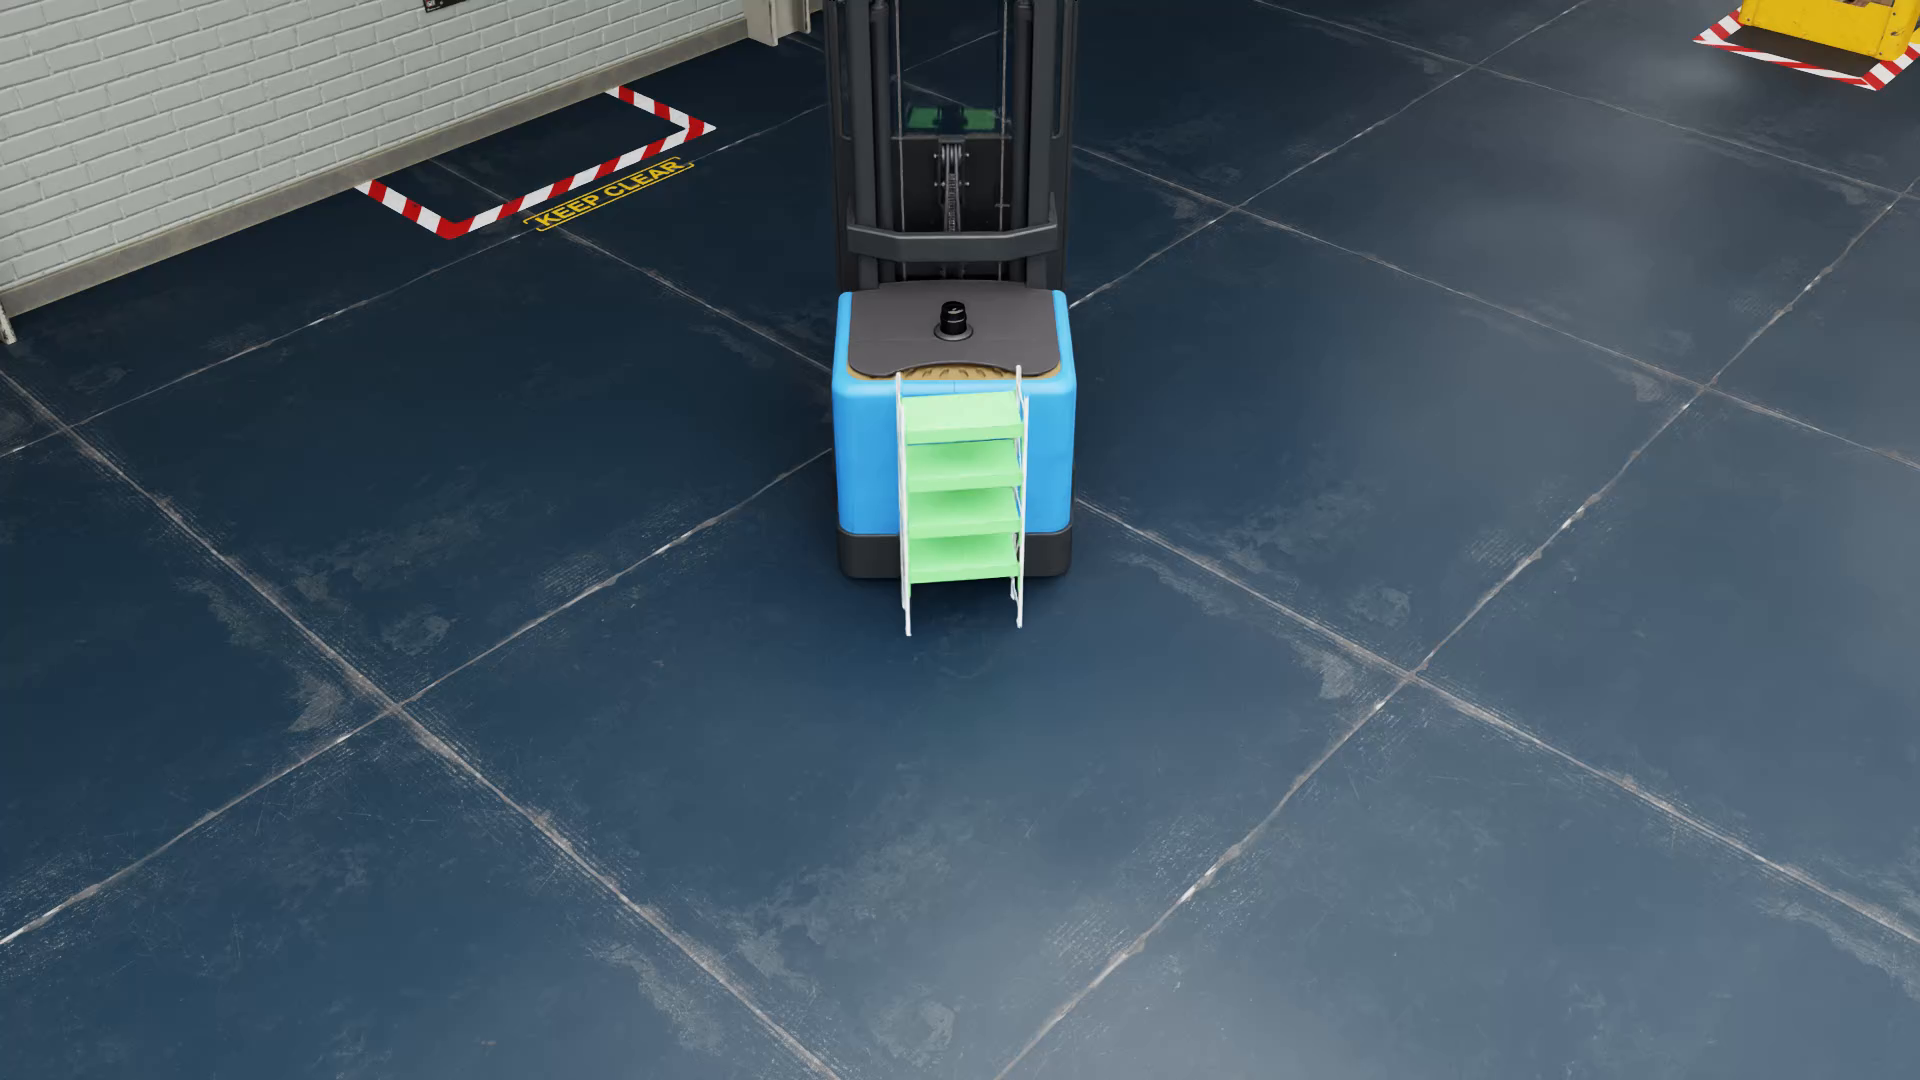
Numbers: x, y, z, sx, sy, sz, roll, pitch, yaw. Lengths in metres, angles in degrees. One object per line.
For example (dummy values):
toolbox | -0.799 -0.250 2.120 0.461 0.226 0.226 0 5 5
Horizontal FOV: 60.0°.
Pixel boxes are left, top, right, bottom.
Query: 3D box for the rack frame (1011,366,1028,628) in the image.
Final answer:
rack frame | 0.248 -0.159 6.986 0.015 1.200 0.240 -4 39 -5

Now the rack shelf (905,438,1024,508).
rack shelf | 0.006 -0.280 6.856 0.480 0.148 0.258 -4 39 -5

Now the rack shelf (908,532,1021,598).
rack shelf | 0.006 0.095 7.154 0.480 0.148 0.258 -4 39 -5

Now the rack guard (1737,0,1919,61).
rack guard | 6.486 -4.002 12.382 1.175 0.500 0.348 30 47 32

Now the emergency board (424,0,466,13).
emergency board | -3.086 -3.883 10.223 0.157 1.169 0.626 30 47 32

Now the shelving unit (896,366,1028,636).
shelving unit | 0.006 -0.143 6.965 0.503 1.200 0.258 -4 39 -5

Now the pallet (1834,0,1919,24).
pallet | 6.987 -4.269 12.949 1.003 0.211 1.213 30 47 32

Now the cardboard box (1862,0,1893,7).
cardboard box | 7.028 -4.233 12.535 0.500 0.250 0.500 30 47 32

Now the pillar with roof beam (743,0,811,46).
pillar with roof beam | 1.807 -5.539 7.485 9.100 9.000 0.400 30 47 32

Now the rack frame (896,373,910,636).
rack frame | -0.237 -0.126 6.944 0.015 1.200 0.240 -4 39 -5

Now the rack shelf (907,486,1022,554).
rack shelf | 0.006 -0.093 7.005 0.480 0.148 0.258 -4 39 -5

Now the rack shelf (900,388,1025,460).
rack shelf | 0.006 -0.468 6.706 0.480 0.148 0.258 -4 39 -5

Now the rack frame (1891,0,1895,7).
rack frame | 6.502 -4.992 11.618 1.000 3.000 0.127 30 47 32

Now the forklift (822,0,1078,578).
forklift | -0.045 -1.866 7.742 1.130 2.935 3.031 -1 38 -1
